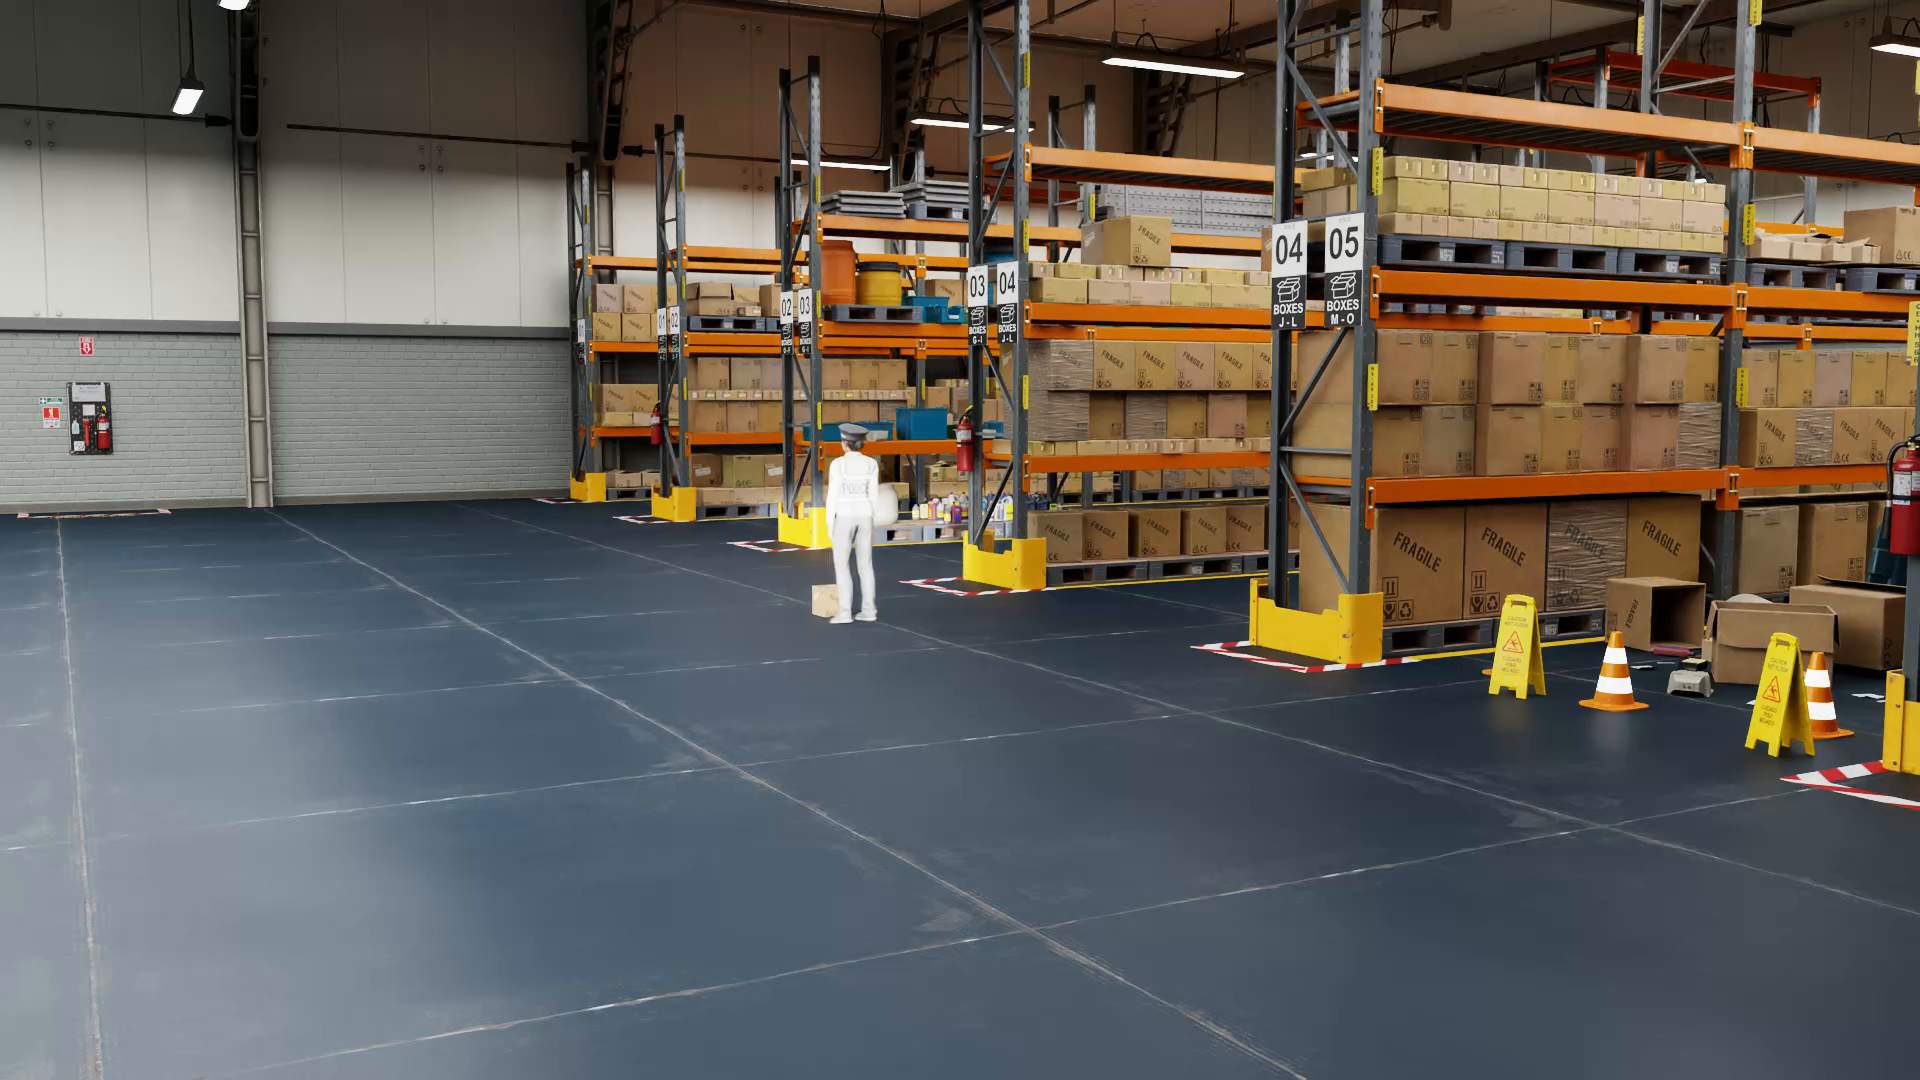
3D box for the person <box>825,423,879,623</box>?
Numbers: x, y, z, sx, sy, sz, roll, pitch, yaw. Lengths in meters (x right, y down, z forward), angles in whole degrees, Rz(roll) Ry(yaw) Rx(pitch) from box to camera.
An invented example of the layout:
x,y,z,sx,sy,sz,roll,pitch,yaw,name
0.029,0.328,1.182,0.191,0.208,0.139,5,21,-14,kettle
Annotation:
x,y,z,sx,sy,sz,roll,pitch,yaw,name
-0.916,-0.137,14.018,0.467,1.687,0.339,-3,6,-27,person
